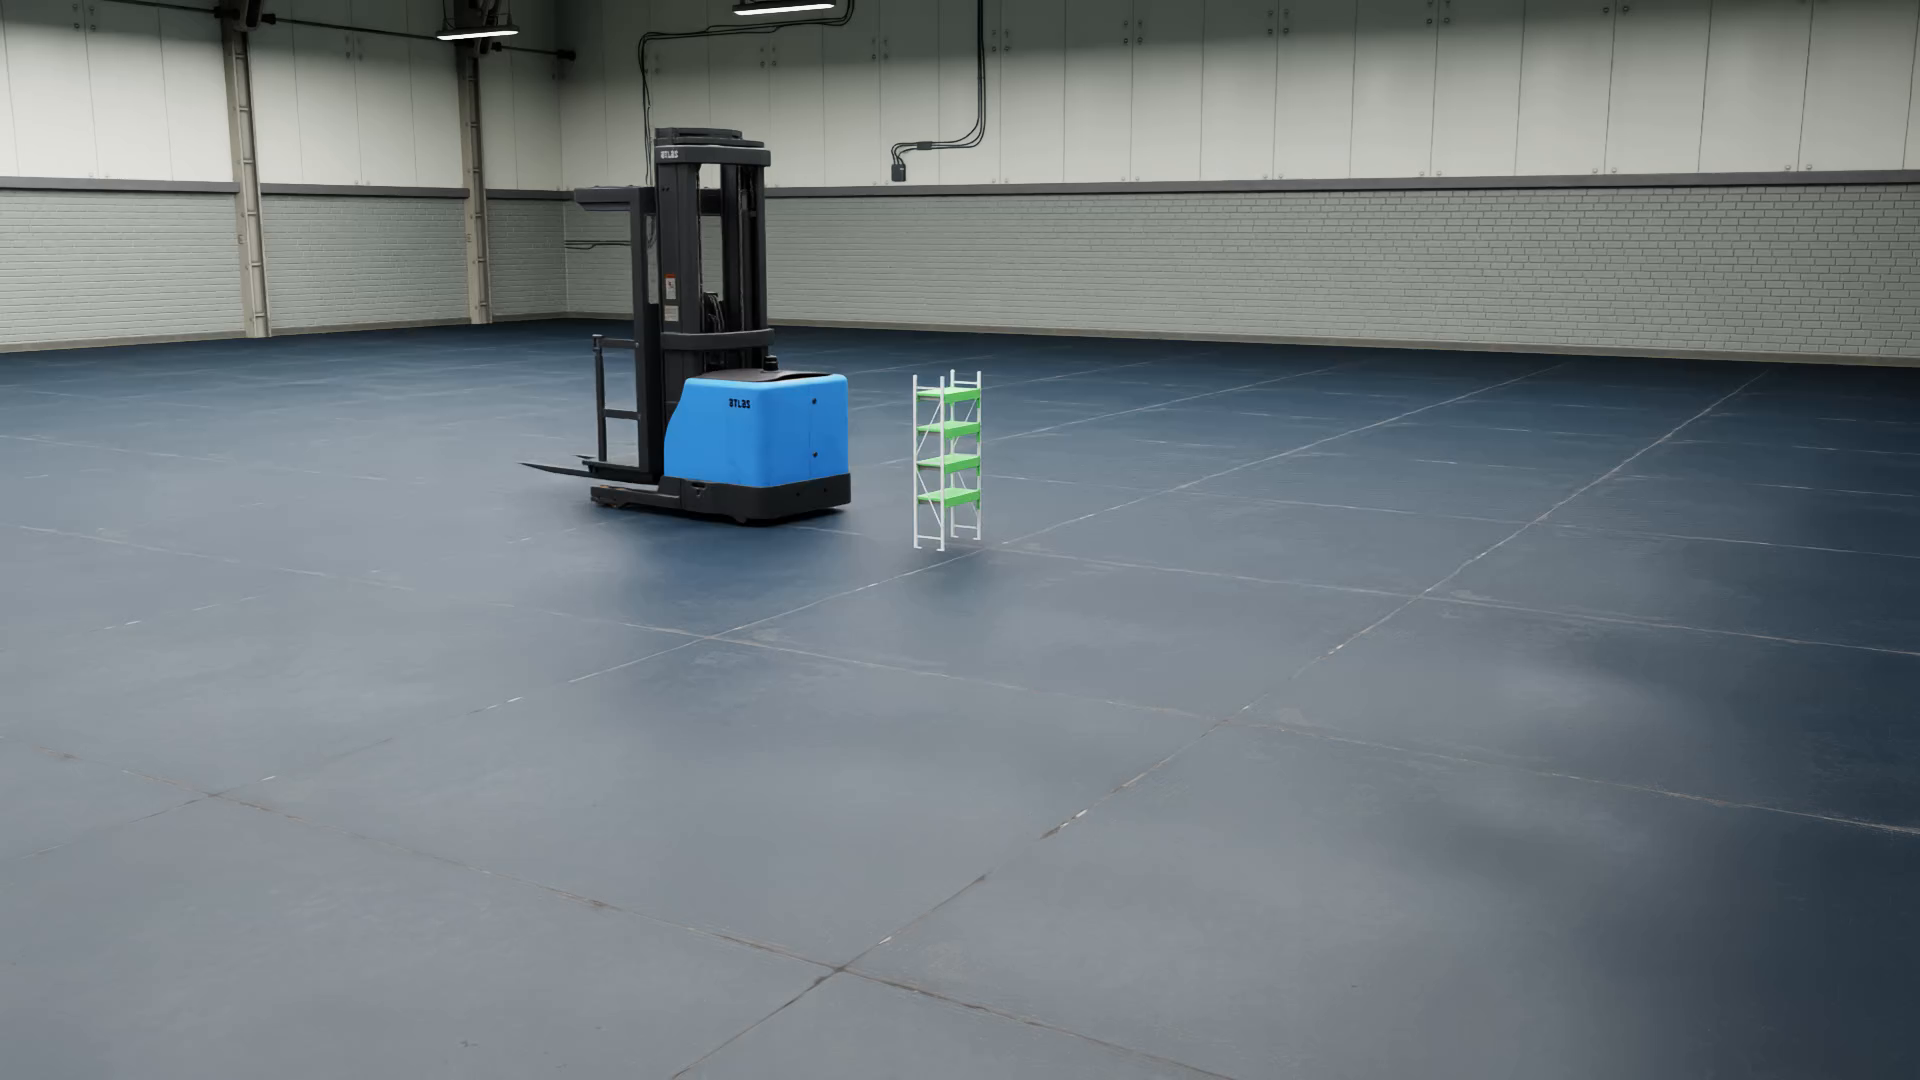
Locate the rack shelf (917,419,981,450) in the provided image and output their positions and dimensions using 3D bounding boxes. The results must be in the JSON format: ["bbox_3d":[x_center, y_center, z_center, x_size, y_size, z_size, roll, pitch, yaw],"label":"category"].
[{"bbox_3d":[-0.086,-0.737,11.587,0.258,0.148,0.480,6,12,31],"label":"rack shelf"}]

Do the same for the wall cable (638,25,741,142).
[{"bbox_3d":[-6.275,-10.553,38.497,3.097,2.526,0.112,6,12,31],"label":"wall cable"}]

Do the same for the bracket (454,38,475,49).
[{"bbox_3d":[-11.159,-11.188,37.395,0.235,0.232,0.430,6,12,31],"label":"bracket"}]

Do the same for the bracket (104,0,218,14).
[{"bbox_3d":[-15.611,-9.839,30.190,0.076,0.066,4.783,6,12,31],"label":"bracket"}]

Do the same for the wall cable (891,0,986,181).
[{"bbox_3d":[-0.481,-10.617,34.885,2.305,6.003,0.169,6,12,31],"label":"wall cable"}]

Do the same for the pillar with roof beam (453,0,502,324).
[{"bbox_3d":[-7.567,-9.107,36.059,9.100,9.000,0.548,6,12,31],"label":"pillar with roof beam"}]

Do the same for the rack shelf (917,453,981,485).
[{"bbox_3d":[-0.086,-0.501,11.631,0.258,0.148,0.480,6,12,31],"label":"rack shelf"}]

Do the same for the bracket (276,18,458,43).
[{"bbox_3d":[-12.496,-10.783,35.231,0.076,0.066,4.783,6,12,31],"label":"bracket"}]

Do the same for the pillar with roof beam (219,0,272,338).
[{"bbox_3d":[-10.682,-8.163,31.019,9.100,9.000,0.548,6,12,31],"label":"pillar with roof beam"}]

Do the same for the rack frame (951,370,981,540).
[{"bbox_3d":[0.041,-0.602,11.824,0.240,1.200,0.015,6,12,31],"label":"rack frame"}]

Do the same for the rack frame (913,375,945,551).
[{"bbox_3d":[-0.213,-0.525,11.414,0.240,1.200,0.015,6,12,31],"label":"rack frame"}]

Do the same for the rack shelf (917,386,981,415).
[{"bbox_3d":[-0.086,-0.973,11.543,0.258,0.148,0.480,6,12,31],"label":"rack shelf"}]

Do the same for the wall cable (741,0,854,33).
[{"bbox_3d":[-3.630,-12.493,36.499,3.097,2.526,0.112,6,12,31],"label":"wall cable"}]

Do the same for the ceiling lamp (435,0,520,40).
[{"bbox_3d":[-9.193,-11.326,32.049,2.000,3.185,0.800,6,12,31],"label":"ceiling lamp"}]

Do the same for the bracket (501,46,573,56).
[{"bbox_3d":[-9.804,-11.599,39.587,0.076,0.066,3.189,6,12,31],"label":"bracket"}]

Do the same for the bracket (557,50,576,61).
[{"bbox_3d":[-9.497,-11.692,40.083,0.235,0.232,0.430,6,12,31],"label":"bracket"}]

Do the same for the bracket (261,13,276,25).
[{"bbox_3d":[-13.843,-10.375,33.052,0.235,0.232,0.430,6,12,31],"label":"bracket"}]

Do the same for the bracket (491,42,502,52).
[{"bbox_3d":[-10.728,-11.319,38.092,0.235,0.232,0.430,6,12,31],"label":"bracket"}]

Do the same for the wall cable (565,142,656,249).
[{"bbox_3d":[-8.587,-8.329,40.342,3.097,2.526,0.112,6,12,31],"label":"wall cable"}]

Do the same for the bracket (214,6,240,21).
[{"bbox_3d":[-14.274,-10.245,32.355,0.235,0.232,0.430,6,12,31],"label":"bracket"}]

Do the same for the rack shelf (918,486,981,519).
[{"bbox_3d":[-0.086,-0.265,11.675,0.258,0.148,0.480,6,12,31],"label":"rack shelf"}]

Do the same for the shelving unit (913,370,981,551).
[{"bbox_3d":[-0.086,-0.564,11.619,0.258,1.200,0.503,6,12,31],"label":"shelving unit"}]

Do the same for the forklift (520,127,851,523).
[{"bbox_3d":[-2.338,-1.758,13.294,3.031,2.935,1.130,8,13,36],"label":"forklift"}]

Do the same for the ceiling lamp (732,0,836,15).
[{"bbox_3d":[-2.877,-10.620,28.278,2.000,3.185,0.800,6,12,31],"label":"ceiling lamp"}]
